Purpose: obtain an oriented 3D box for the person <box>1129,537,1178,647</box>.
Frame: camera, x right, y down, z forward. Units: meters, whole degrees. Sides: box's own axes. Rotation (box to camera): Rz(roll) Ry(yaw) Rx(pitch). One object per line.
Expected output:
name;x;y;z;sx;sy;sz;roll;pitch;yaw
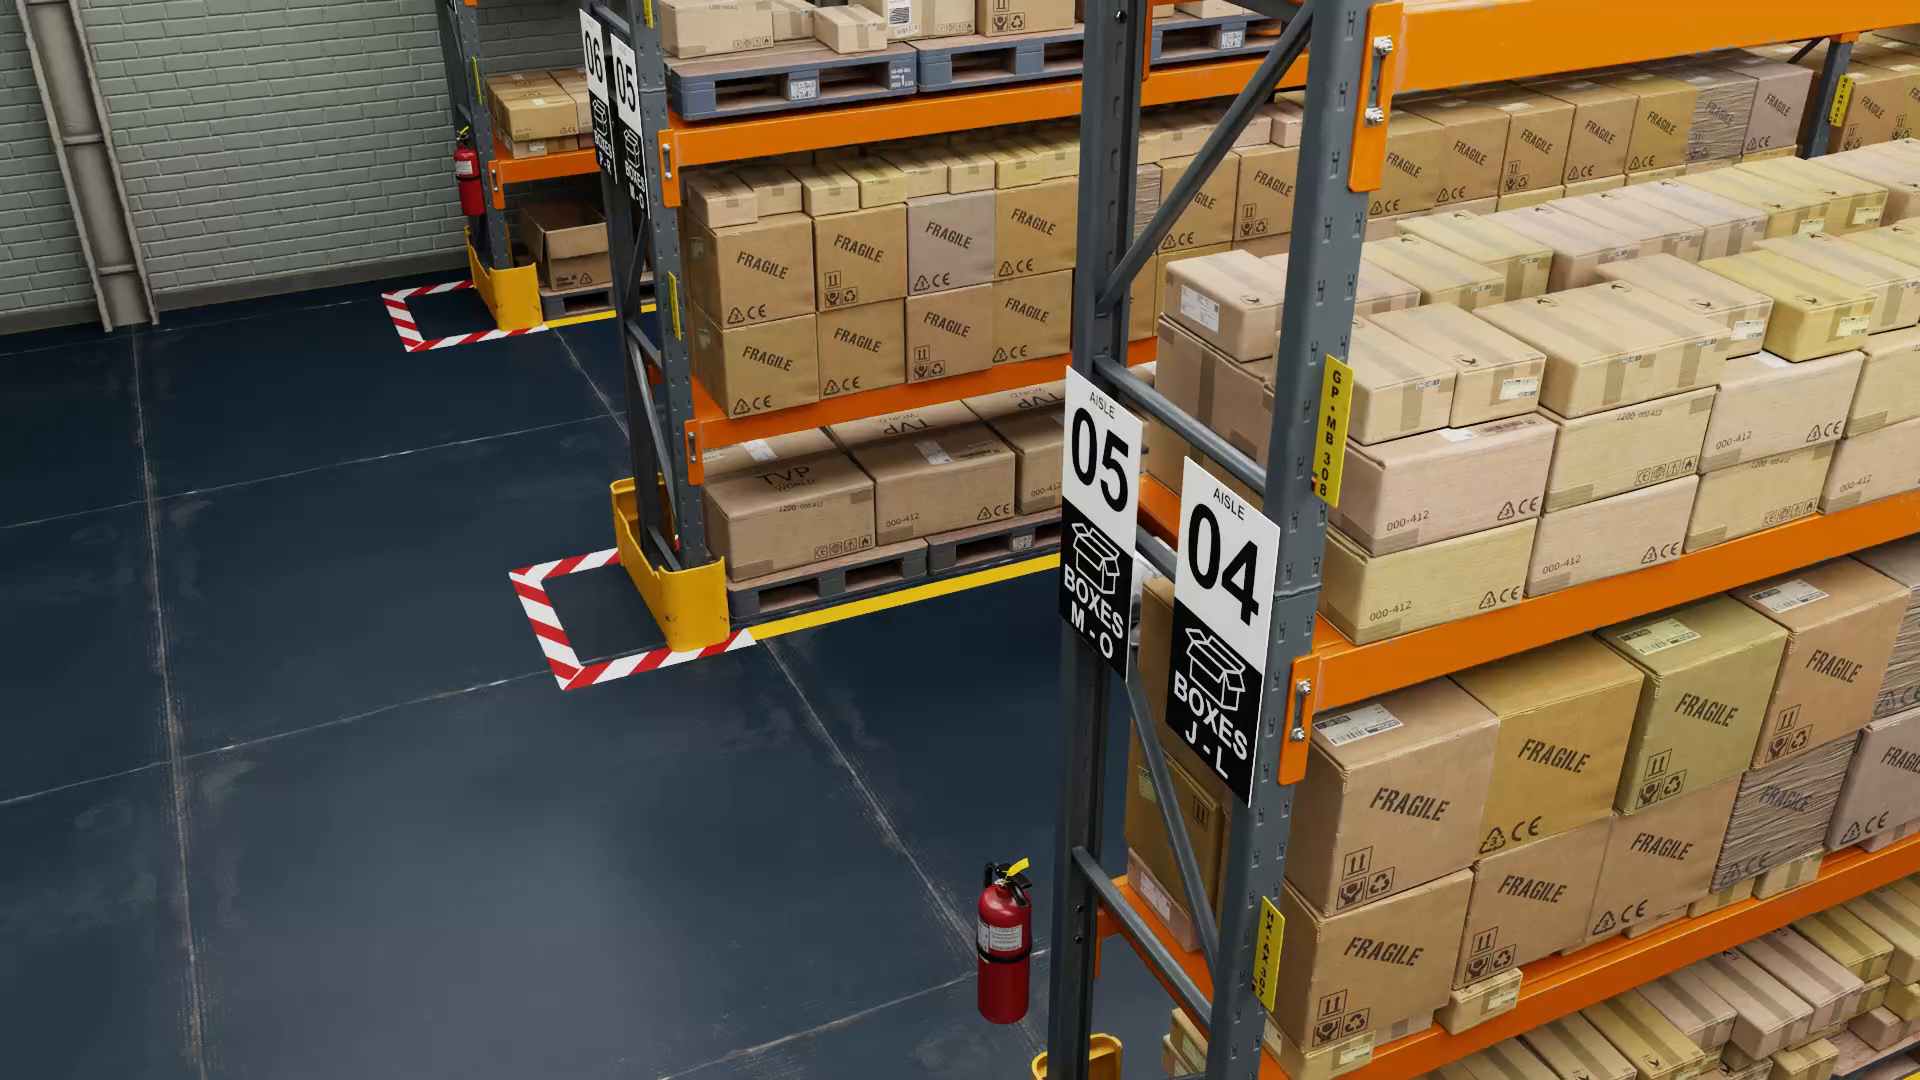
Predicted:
person;1.147;0.158;9.129;0.894;0.834;0.468;-14;32;-23
